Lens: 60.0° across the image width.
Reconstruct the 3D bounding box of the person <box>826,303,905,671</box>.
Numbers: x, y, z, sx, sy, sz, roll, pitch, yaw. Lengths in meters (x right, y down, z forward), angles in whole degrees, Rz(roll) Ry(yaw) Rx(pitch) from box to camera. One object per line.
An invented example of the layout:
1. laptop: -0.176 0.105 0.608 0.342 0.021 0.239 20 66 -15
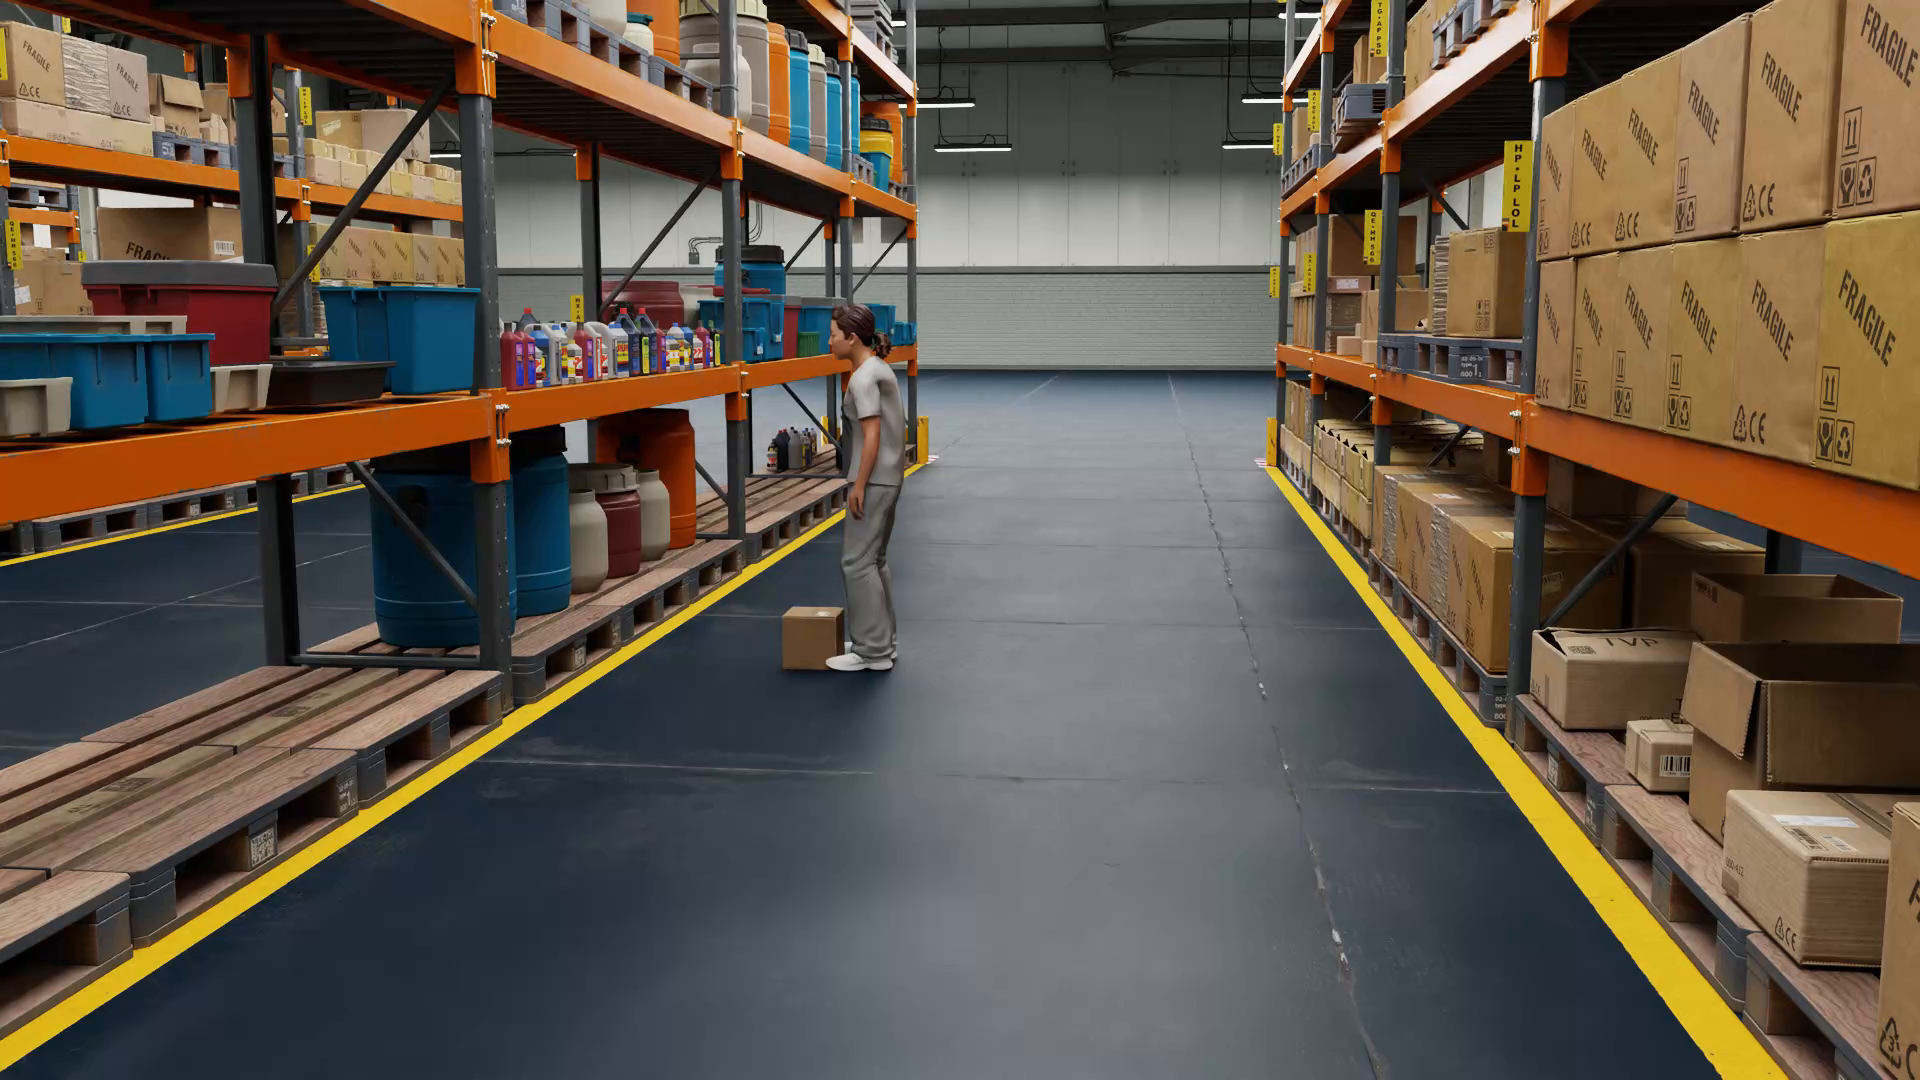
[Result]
1. person: -0.431 -0.245 7.626 0.362 1.671 0.504 0 8 3
